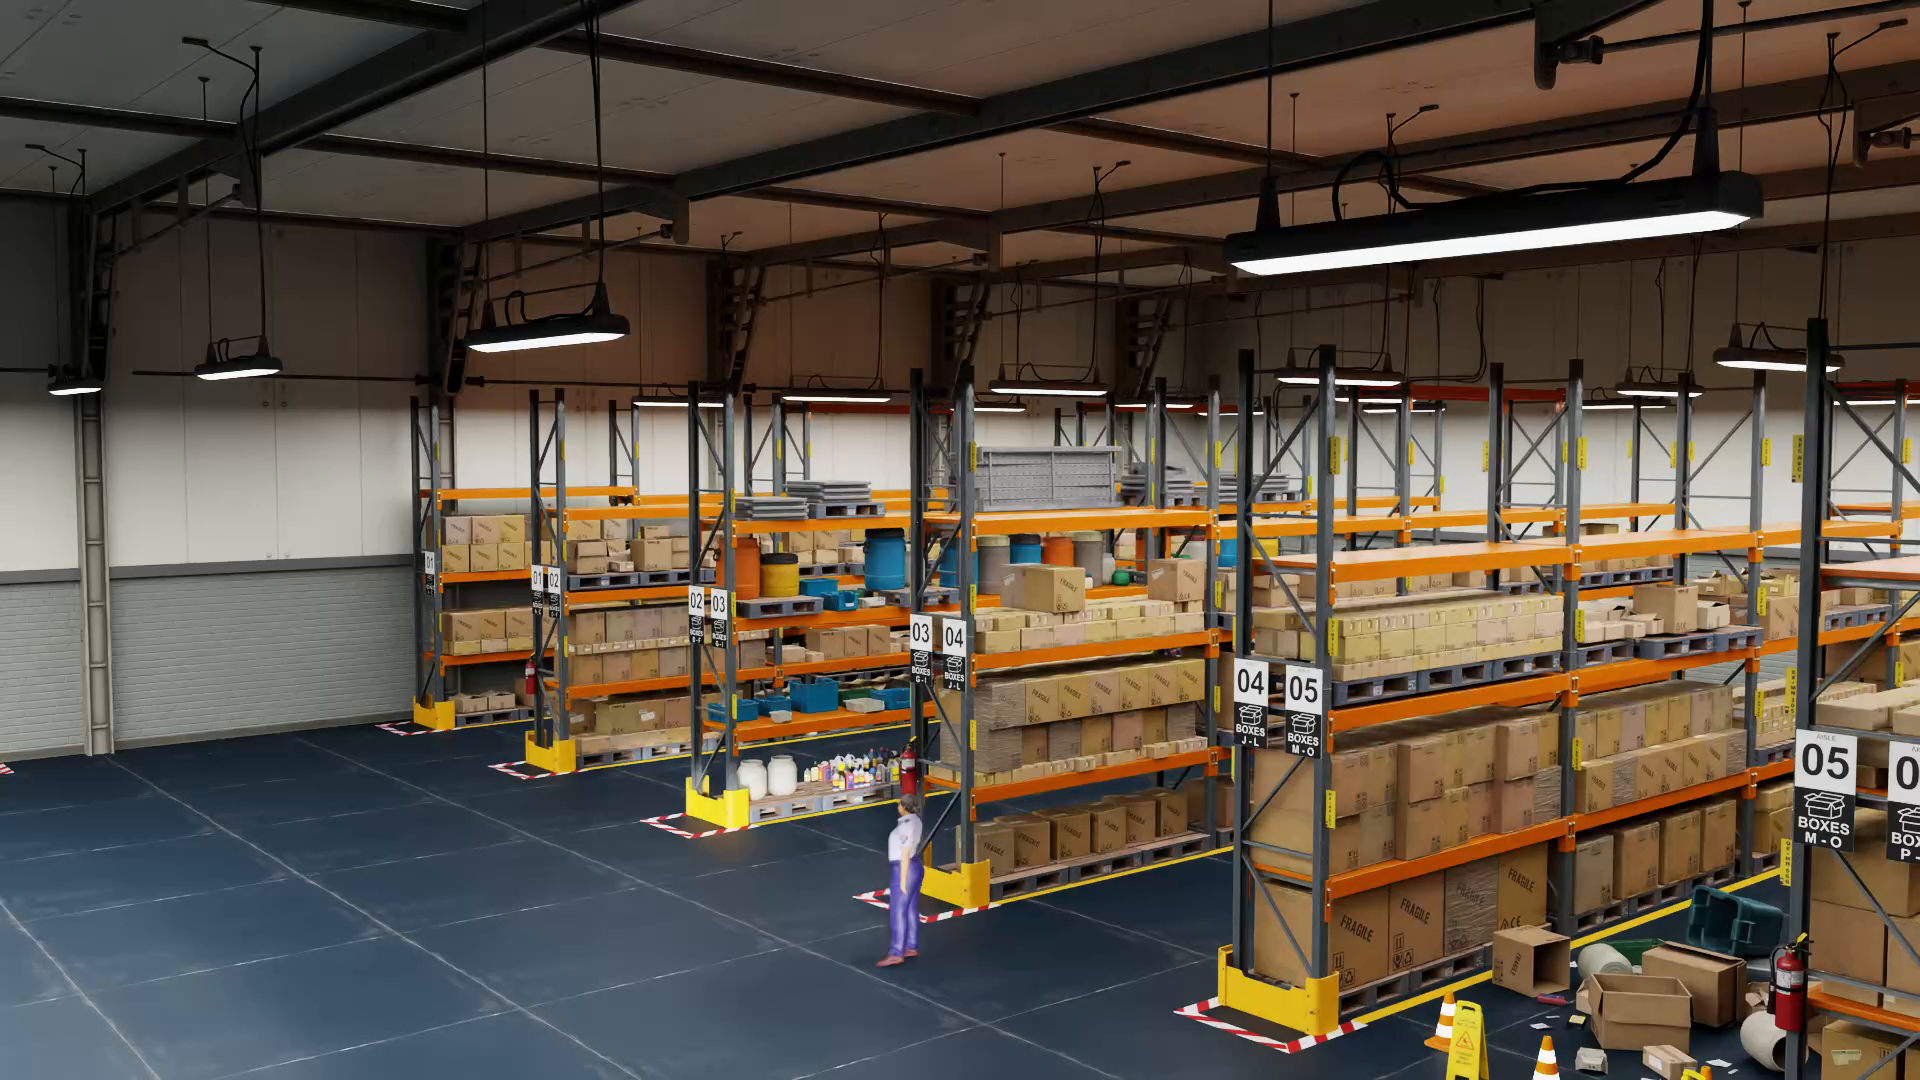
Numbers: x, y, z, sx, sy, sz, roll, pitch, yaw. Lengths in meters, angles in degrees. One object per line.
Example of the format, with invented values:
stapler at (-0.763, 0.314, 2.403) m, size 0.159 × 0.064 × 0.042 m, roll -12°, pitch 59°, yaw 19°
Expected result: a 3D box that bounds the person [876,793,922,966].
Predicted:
person at (-0.600, 3.366, 16.593) m, size 0.393 × 1.663 × 0.575 m, roll 1°, pitch 3°, yaw 9°
